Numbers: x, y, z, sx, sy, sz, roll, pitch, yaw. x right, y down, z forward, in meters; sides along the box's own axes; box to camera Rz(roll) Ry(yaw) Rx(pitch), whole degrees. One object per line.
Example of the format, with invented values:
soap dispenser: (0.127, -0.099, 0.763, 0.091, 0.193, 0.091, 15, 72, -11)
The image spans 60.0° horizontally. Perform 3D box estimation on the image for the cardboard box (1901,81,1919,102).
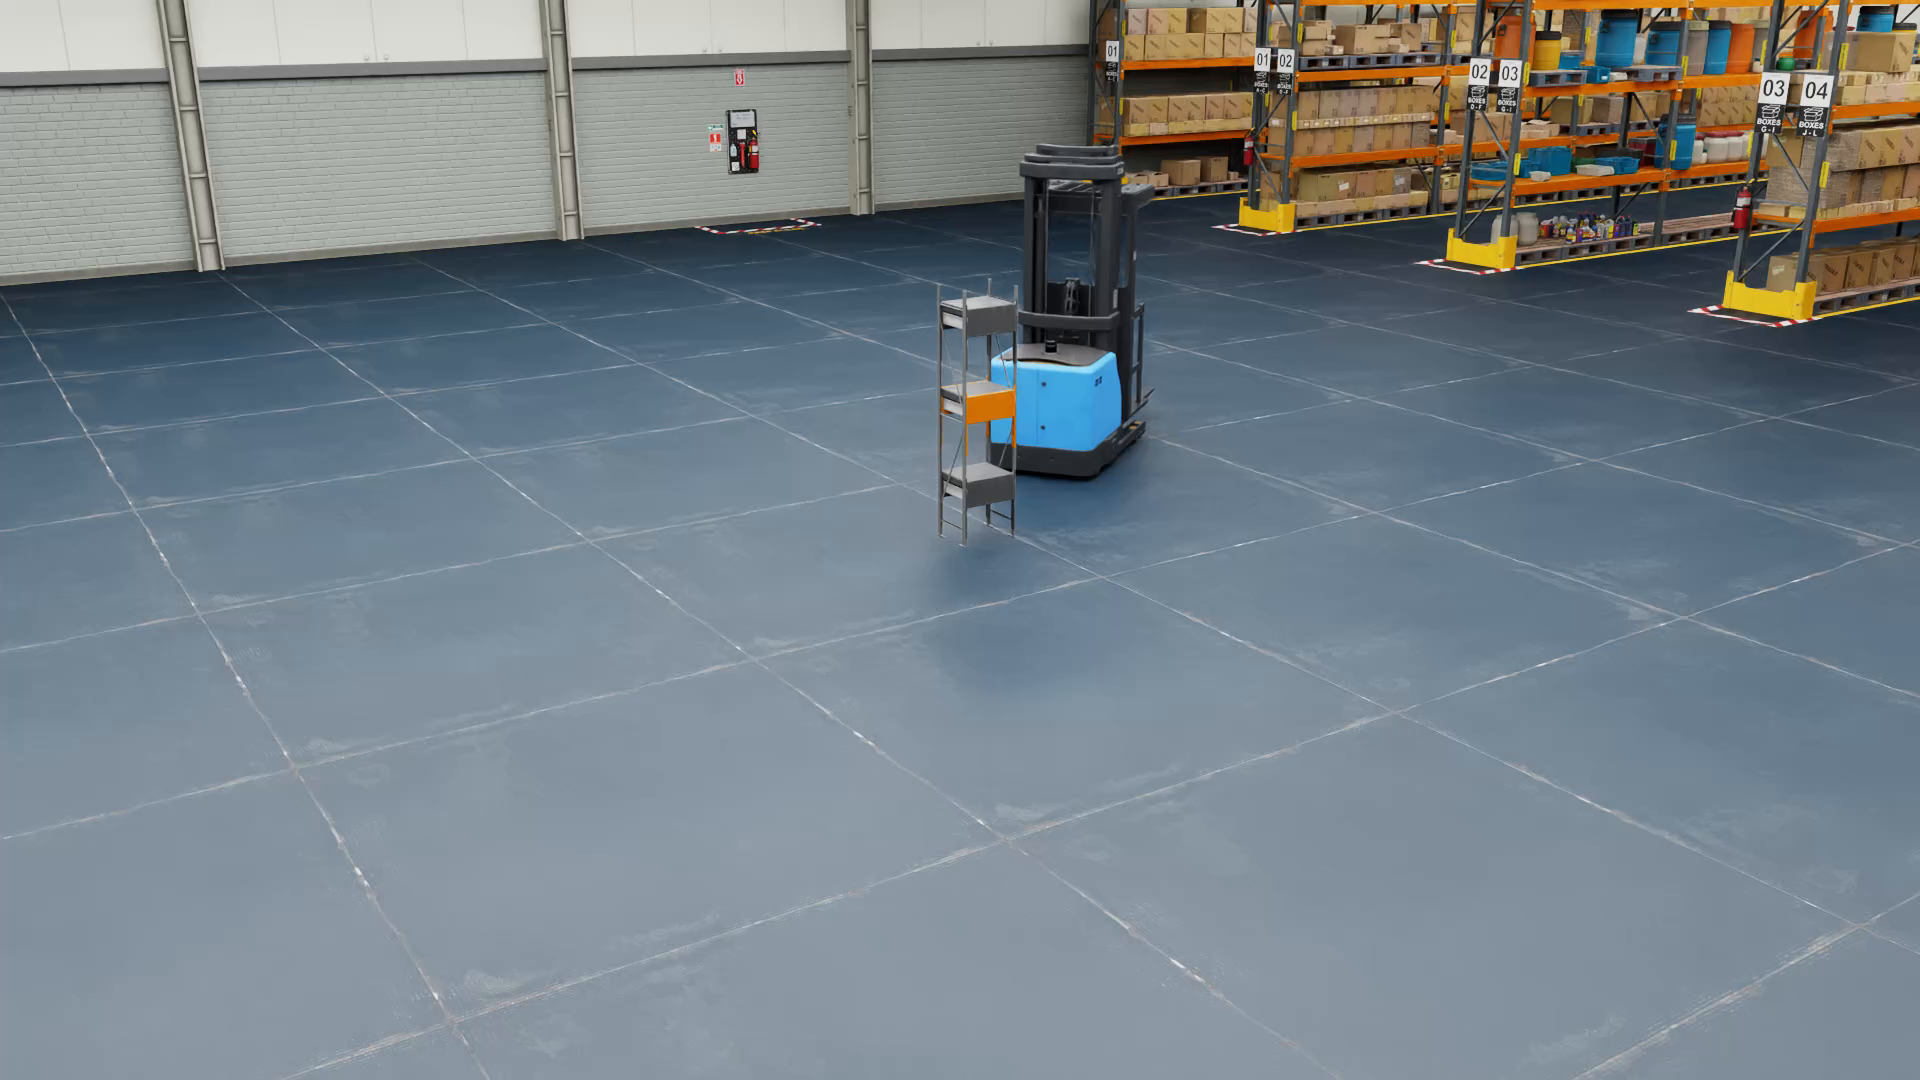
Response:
cardboard box: (12.967, -6.214, 22.993, 0.500, 0.250, 0.500, -11, 22, -30)

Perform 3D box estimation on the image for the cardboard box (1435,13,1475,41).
cardboard box: (9.580, -9.934, 32.169, 0.500, 0.500, 0.500, -12, 22, -31)

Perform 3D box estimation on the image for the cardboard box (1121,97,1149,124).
cardboard box: (3.538, -8.849, 34.268, 0.500, 0.500, 0.500, -12, 22, -31)

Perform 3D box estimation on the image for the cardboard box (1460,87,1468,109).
cardboard box: (11.905, -10.536, 39.573, 0.500, 0.500, 0.500, -12, 22, -31)

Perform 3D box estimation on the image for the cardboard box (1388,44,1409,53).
cardboard box: (8.186, -9.213, 31.148, 0.250, 0.149, 0.380, -12, 22, -31)

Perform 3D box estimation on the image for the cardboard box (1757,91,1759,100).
cardboard box: (17.992, -10.233, 37.612, 0.500, 0.500, 0.500, -11, 22, -30)

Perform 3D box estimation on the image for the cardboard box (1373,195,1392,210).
cardboard box: (7.943, -6.511, 31.957, 0.500, 0.250, 0.500, -12, 22, -31)

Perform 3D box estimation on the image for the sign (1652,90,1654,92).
sign: (15.419, -9.895, 36.978, 0.005, 0.325, 0.100, -12, 22, -31)

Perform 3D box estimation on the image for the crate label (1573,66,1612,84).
crate label: (10.168, -7.493, 26.775, 0.408, 0.251, 0.502, -12, 22, -31)

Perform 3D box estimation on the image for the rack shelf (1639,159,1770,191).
rack shelf: (13.434, -6.618, 29.759, 4.000, 0.370, 1.077, -12, 22, -31)

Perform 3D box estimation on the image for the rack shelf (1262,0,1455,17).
rack shelf: (7.372, -9.891, 30.699, 4.000, 0.370, 1.077, -12, 22, -31)

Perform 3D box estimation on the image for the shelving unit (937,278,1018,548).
shelving unit: (0.138, -1.024, 13.495, 0.503, 2.100, 0.431, -12, 22, -31)

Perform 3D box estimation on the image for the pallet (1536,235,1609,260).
pallet: (10.160, -4.962, 28.092, 1.213, 0.211, 1.003, -12, 22, -31)

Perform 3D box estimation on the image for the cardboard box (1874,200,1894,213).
cardboard box: (12.822, -4.682, 23.304, 0.250, 0.149, 0.380, -12, 22, -31)

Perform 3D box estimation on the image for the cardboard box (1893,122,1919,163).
cardboard box: (13.428, -5.614, 23.486, 0.500, 0.500, 0.500, -12, 22, -31)

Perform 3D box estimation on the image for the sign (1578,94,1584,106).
sign: (12.691, -9.037, 33.984, 0.005, 0.325, 0.100, -12, 22, -31)

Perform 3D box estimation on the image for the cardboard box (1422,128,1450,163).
cardboard box: (11.077, -9.388, 39.532, 0.750, 0.750, 0.750, -12, 22, -32)

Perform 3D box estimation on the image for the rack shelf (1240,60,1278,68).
rack shelf: (7.986, -10.689, 37.117, 4.000, 0.370, 1.077, -12, 22, -31)

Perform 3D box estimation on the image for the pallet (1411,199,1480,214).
pallet: (9.637, -6.751, 33.384, 1.213, 0.211, 1.003, -12, 22, -31)

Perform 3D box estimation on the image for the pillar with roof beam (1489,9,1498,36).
pillar with roof beam: (15.473, -12.710, 37.290, 0.400, 9.000, 9.100, -12, 22, -31)

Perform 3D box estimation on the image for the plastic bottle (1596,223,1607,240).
plastic bottle: (10.817, -5.216, 28.054, 0.135, 0.276, 0.152, -11, 22, -30)

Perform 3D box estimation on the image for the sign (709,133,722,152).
sign: (-4.531, -7.371, 30.810, 0.234, 0.329, 0.001, -12, 22, -31)

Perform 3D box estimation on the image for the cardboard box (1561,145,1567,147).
cardboard box: (14.970, -10.058, 42.058, 0.500, 0.500, 0.700, -13, 22, -33)

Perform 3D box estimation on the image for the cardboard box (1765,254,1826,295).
cardboard box: (11.678, -3.697, 23.244, 0.500, 0.500, 0.500, -8, 20, -21)

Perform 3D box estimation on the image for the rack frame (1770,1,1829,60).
rack frame: (15.105, -10.153, 29.725, 0.127, 3.000, 1.000, -12, 22, -31)

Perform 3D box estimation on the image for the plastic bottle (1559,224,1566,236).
plastic bottle: (10.296, -5.292, 28.398, 0.097, 0.201, 0.097, 0, 19, 0)

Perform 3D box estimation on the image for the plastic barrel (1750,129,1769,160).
plastic barrel: (14.363, -7.125, 29.963, 0.421, 0.512, 0.421, 0, 19, 0)

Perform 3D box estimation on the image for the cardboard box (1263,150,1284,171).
cardboard box: (6.921, -8.414, 37.167, 0.500, 0.500, 0.700, -11, 22, -30)

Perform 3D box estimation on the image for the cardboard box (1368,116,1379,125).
cardboard box: (7.652, -7.910, 31.291, 0.250, 0.149, 0.380, -11, 22, -30)

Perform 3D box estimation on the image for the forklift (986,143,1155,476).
forklift: (1.237, -2.405, 16.281, 1.130, 2.935, 3.031, 7, 20, 20)

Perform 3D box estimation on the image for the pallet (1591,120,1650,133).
pallet: (14.005, -8.889, 35.654, 1.213, 0.211, 1.003, -12, 22, -31)

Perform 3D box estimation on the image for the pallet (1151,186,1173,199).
pallet: (3.736, -7.378, 35.238, 1.213, 0.211, 1.003, -12, 22, -31)

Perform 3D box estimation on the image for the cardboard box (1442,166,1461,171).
cardboard box: (10.072, -7.422, 33.778, 0.500, 0.311, 0.500, -12, 22, -32)

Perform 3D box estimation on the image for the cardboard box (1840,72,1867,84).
cardboard box: (11.917, -6.199, 22.327, 0.250, 0.149, 0.380, -12, 22, -32)

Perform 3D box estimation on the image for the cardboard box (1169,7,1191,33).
cardboard box: (4.488, -10.915, 34.916, 0.500, 0.500, 0.500, -12, 22, -31)

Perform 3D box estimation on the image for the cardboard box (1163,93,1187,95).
cardboard box: (4.527, -9.252, 35.460, 0.500, 0.500, 0.500, -12, 22, -31)

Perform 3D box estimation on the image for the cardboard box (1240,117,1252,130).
cardboard box: (6.086, -9.030, 35.974, 0.500, 0.250, 0.500, -12, 22, -31)

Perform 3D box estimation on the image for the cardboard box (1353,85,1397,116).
cardboard box: (7.836, -8.336, 31.538, 0.500, 0.500, 0.700, -12, 22, -31)

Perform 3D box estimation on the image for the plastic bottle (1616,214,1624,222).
plastic bottle: (11.305, -5.408, 28.506, 0.185, 0.351, 0.144, -12, 22, -31)

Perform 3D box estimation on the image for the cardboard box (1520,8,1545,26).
cardboard box: (13.746, -12.667, 40.098, 0.500, 0.500, 0.500, -12, 22, -32)

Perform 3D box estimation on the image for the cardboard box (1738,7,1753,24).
cardboard box: (17.019, -11.519, 36.732, 0.500, 0.500, 0.700, -12, 22, -31)

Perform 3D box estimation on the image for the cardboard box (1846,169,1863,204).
cardboard box: (11.973, -4.975, 23.156, 0.500, 0.500, 0.875, -12, 22, -31)

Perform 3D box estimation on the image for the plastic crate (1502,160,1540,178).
plastic crate: (9.222, -6.112, 27.373, 0.408, 0.251, 0.499, -12, 22, -31)

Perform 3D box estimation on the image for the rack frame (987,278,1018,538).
rack frame: (0.342, -1.067, 13.622, 0.015, 2.100, 0.400, -12, 22, -31)

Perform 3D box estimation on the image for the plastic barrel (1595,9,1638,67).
plastic barrel: (10.874, -8.317, 27.540, 0.708, 0.901, 0.600, -12, 22, -31)

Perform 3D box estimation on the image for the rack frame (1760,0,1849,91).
rack frame: (11.147, -7.419, 21.638, 0.127, 3.000, 1.000, -12, 22, -31)

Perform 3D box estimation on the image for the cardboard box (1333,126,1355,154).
cardboard box: (6.953, -7.533, 31.187, 0.500, 0.500, 0.700, -12, 22, -31)

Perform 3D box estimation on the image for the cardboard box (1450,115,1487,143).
cardboard box: (10.133, -8.203, 33.169, 0.500, 0.500, 0.500, -10, 21, -28)

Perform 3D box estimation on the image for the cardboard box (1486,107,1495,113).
cardboard box: (12.672, -10.370, 40.095, 0.250, 0.149, 0.380, -11, 22, -30)

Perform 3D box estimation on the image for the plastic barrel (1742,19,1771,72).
plastic barrel: (14.299, -8.883, 29.869, 0.600, 0.901, 0.600, 0, 19, 0)

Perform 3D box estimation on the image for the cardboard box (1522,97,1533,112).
cardboard box: (13.459, -10.899, 40.830, 0.700, 0.700, 0.980, -12, 22, -31)

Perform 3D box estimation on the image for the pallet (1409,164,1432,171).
pallet: (10.356, -8.758, 39.322, 1.213, 0.211, 1.003, -12, 22, -31)

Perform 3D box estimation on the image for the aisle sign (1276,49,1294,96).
aisle sign: (5.816, -8.365, 29.746, 0.004, 0.787, 0.394, -12, 22, -31)

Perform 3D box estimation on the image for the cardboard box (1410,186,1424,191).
cardboard box: (9.230, -6.979, 33.341, 0.500, 0.250, 0.500, -12, 22, -32)

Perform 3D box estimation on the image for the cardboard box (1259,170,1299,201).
cardboard box: (5.986, -6.653, 31.207, 0.500, 0.500, 0.500, -12, 22, -31)

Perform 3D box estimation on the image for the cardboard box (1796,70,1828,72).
cardboard box: (11.658, -6.340, 22.743, 0.250, 0.149, 0.380, -13, 23, -34)

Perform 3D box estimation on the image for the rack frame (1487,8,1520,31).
rack frame: (12.997, -13.507, 39.647, 0.127, 3.000, 1.000, -12, 22, -31)

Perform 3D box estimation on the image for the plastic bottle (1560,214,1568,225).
plastic bottle: (10.349, -5.420, 28.544, 0.185, 0.351, 0.144, -12, 22, -32)
